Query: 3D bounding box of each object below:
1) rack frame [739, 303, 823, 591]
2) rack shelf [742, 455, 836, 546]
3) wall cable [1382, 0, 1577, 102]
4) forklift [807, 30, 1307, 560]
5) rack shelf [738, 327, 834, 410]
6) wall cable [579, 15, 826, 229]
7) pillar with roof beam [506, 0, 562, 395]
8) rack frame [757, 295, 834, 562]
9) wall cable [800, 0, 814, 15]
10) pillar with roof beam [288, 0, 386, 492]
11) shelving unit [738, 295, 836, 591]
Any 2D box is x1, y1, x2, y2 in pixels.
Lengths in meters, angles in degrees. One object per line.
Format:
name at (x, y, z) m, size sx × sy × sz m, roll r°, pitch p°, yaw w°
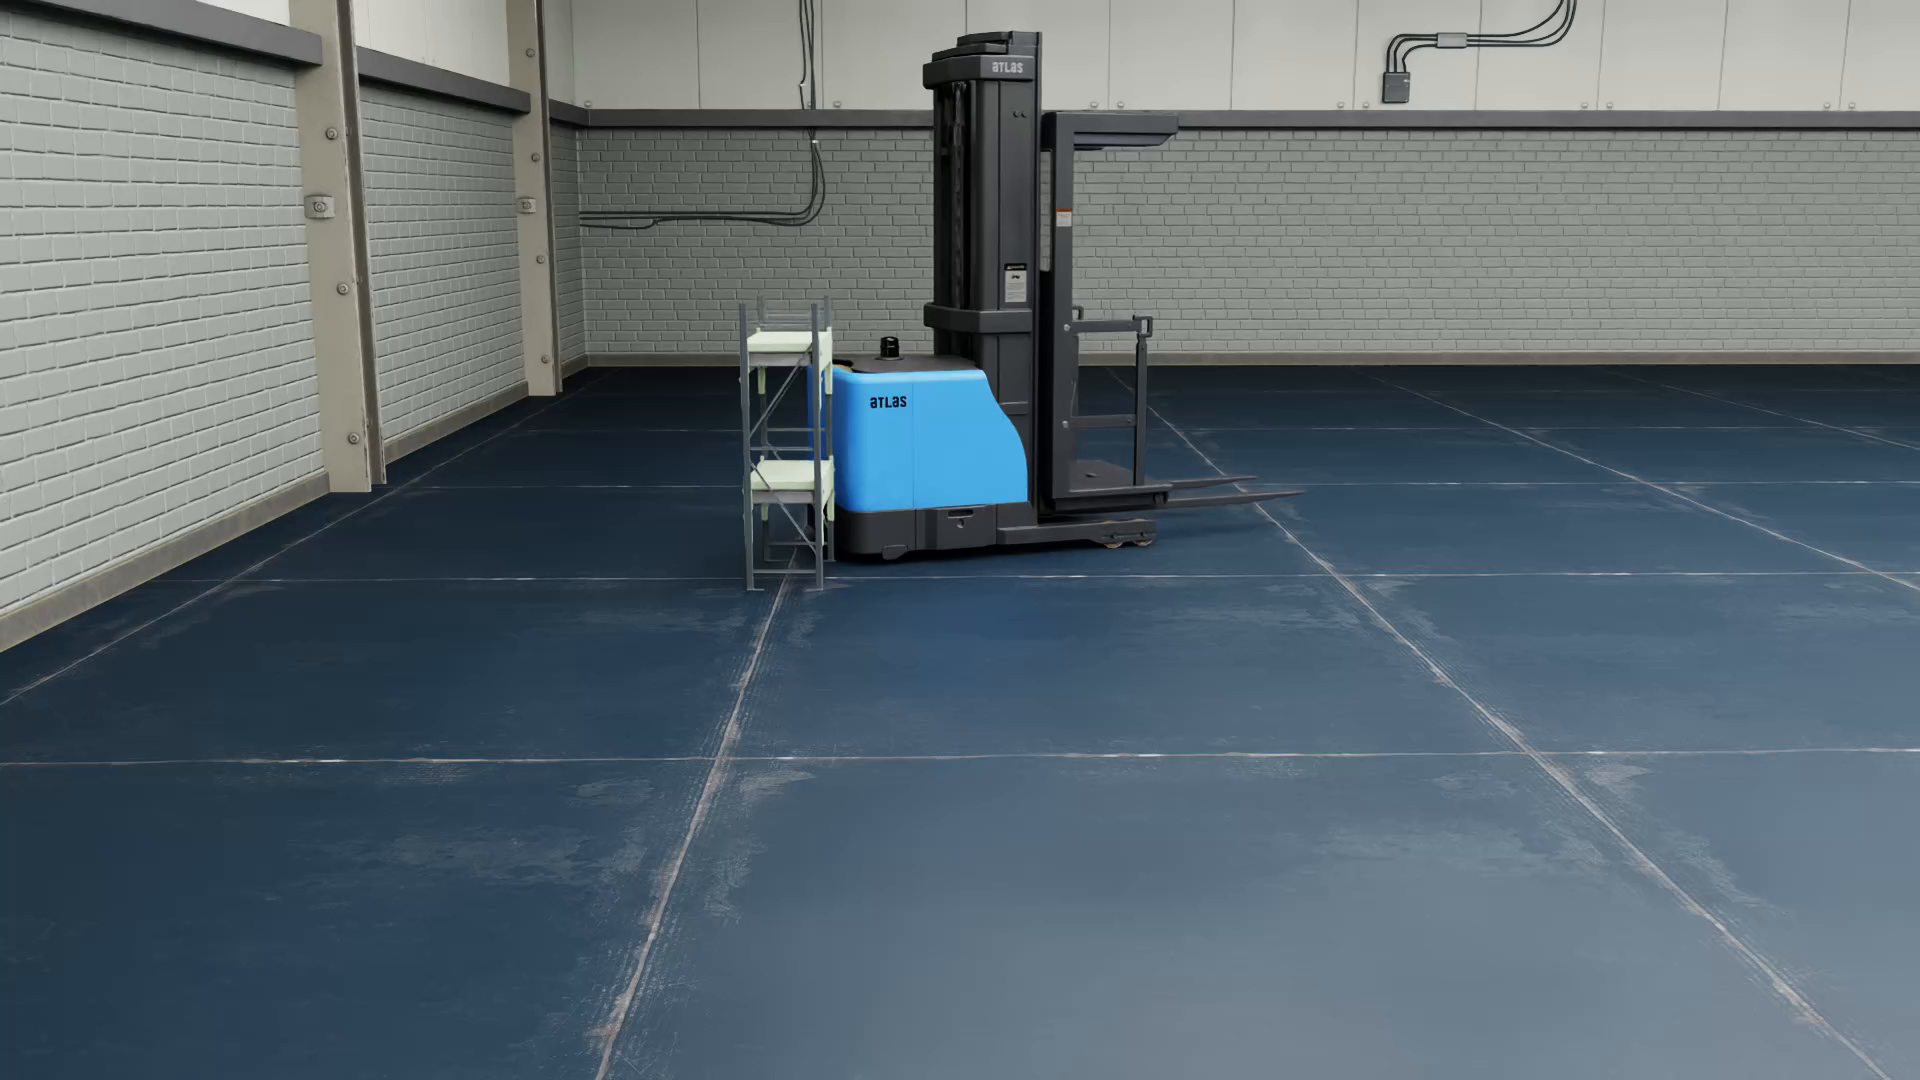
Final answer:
rack frame at (-0.921, -0.469, 8.597) m, size 0.400 × 1.500 × 0.023 m, roll 0°, pitch 11°, yaw 0°
rack shelf at (-0.919, -0.222, 9.020) m, size 0.431 × 0.370 × 0.720 m, roll 0°, pitch 11°, yaw 0°
wall cable at (6.302, -8.273, 19.653) m, size 2.305 × 6.003 × 0.169 m, roll 0°, pitch 11°, yaw -1°
forklift at (0.642, -1.480, 9.984) m, size 3.031 × 2.935 × 1.130 m, roll -4°, pitch 12°, yaw -19°
rack shelf at (-0.919, -0.924, 8.878) m, size 0.431 × 0.370 × 0.720 m, roll 0°, pitch 11°, yaw 0°
wall cable at (-3.189, -5.049, 20.123) m, size 3.097 × 2.526 × 0.112 m, roll 0°, pitch 11°, yaw -1°
pillar with roof beam at (-0.146, -5.997, 16.988) m, size 9.100 × 9.000 × 0.400 m, roll 0°, pitch 11°, yaw -1°
rack frame at (-0.917, -0.614, 9.314) m, size 0.400 × 1.500 × 0.023 m, roll 0°, pitch 11°, yaw 0°
wall cable at (-0.485, -7.535, 19.676) m, size 3.097 × 2.526 × 0.112 m, roll 0°, pitch 11°, yaw -1°
pillar with roof beam at (-0.022, -4.805, 11.109) m, size 9.100 × 9.000 × 0.400 m, roll 0°, pitch 11°, yaw -1°
shelving unit at (-0.919, -0.541, 8.955) m, size 0.431 × 1.500 × 0.755 m, roll 0°, pitch 11°, yaw 0°
